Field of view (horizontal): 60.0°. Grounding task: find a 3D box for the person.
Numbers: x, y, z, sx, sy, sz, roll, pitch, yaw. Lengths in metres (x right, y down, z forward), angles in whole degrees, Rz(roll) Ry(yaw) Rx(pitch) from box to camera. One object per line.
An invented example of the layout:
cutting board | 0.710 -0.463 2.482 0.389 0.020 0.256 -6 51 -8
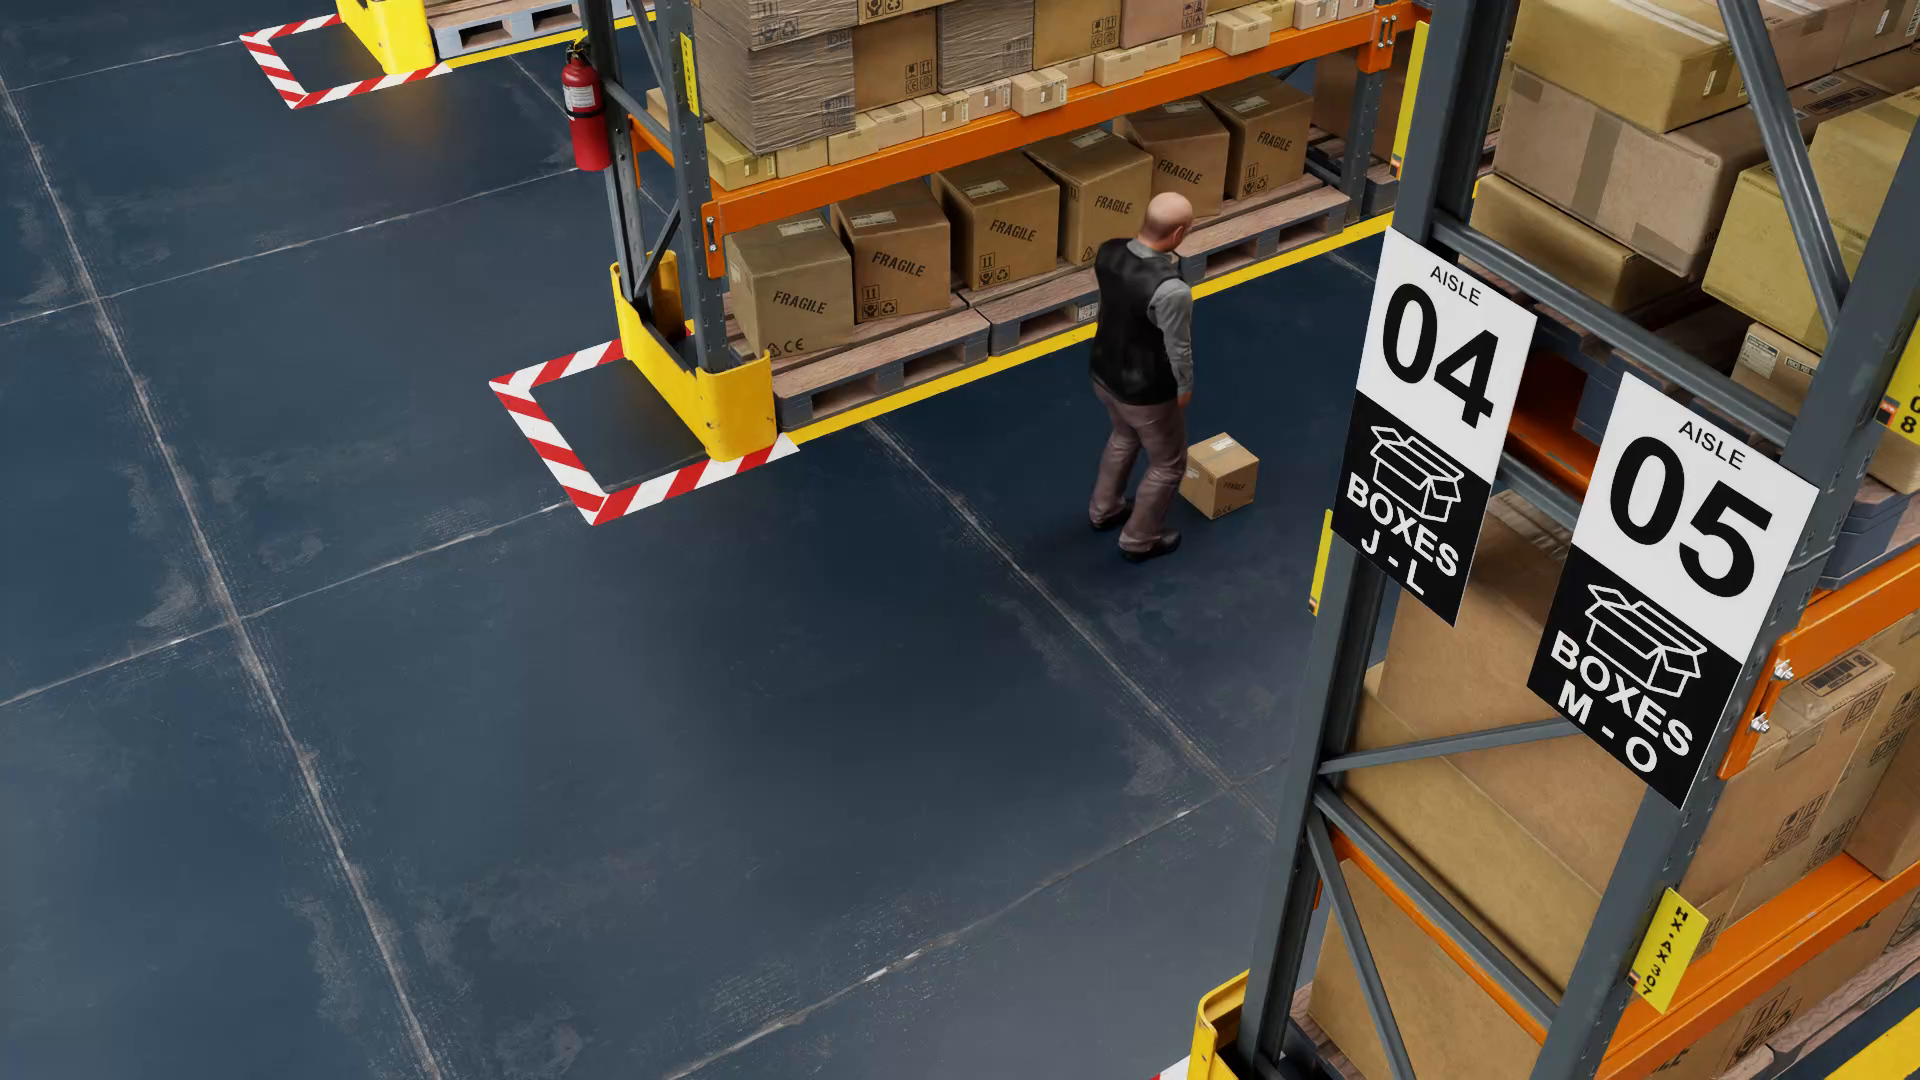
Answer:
person | 0.754 -0.678 7.006 0.403 1.685 0.552 -21 45 -23
